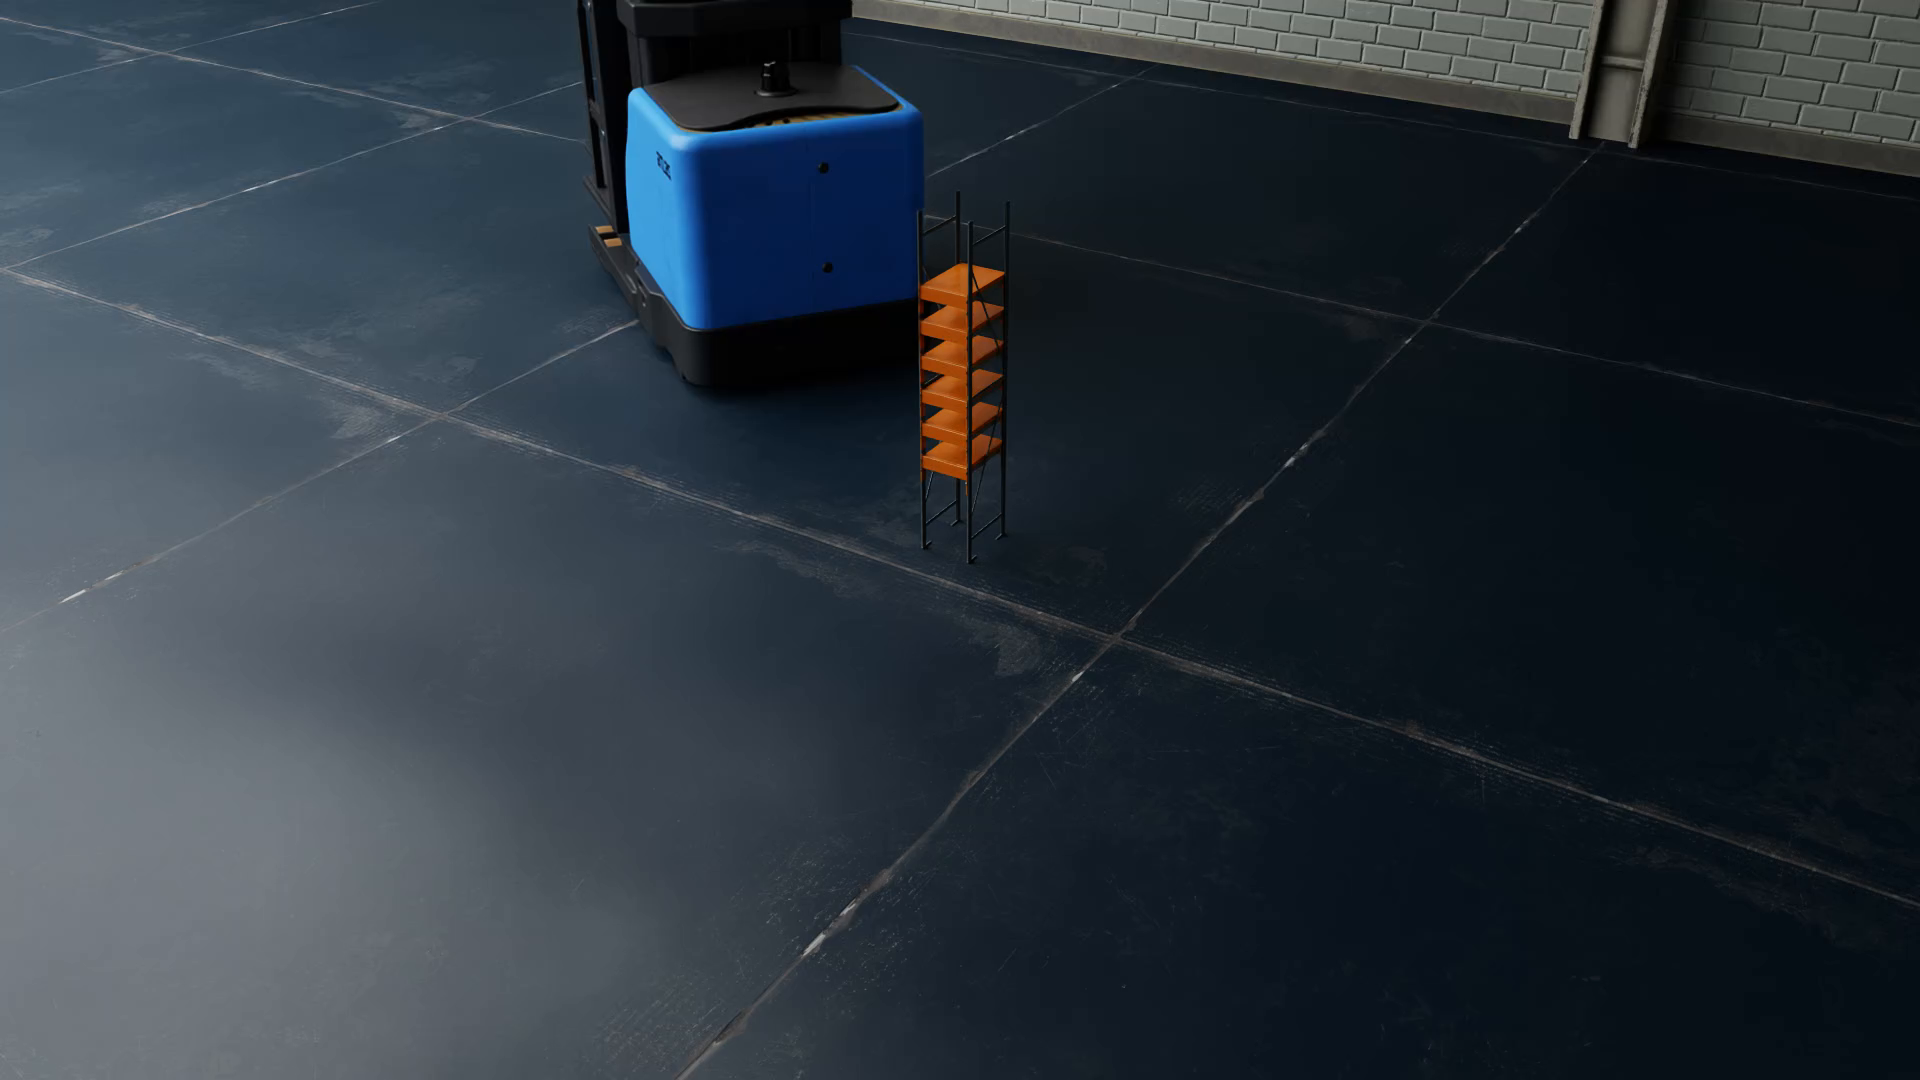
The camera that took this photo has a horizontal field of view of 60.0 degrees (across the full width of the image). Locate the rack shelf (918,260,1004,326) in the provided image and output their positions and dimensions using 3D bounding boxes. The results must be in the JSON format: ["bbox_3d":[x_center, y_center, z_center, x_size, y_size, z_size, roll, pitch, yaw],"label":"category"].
[{"bbox_3d":[0.012,-0.787,5.282,0.180,0.103,0.258,18,35,27],"label":"rack shelf"}]

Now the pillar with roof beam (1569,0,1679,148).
[{"bbox_3d":[1.555,-4.437,4.426,0.400,9.000,9.100,18,35,27],"label":"pillar with roof beam"}]

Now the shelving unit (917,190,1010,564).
[{"bbox_3d":[0.012,-0.514,5.441,0.189,1.200,0.258,18,35,27],"label":"shelving unit"}]

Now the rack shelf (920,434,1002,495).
[{"bbox_3d":[0.012,-0.269,5.584,0.180,0.103,0.258,18,35,27],"label":"rack shelf"}]

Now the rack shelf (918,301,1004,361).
[{"bbox_3d":[0.012,-0.683,5.342,0.180,0.103,0.258,18,35,27],"label":"rack shelf"}]

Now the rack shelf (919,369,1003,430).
[{"bbox_3d":[0.012,-0.476,5.463,0.180,0.103,0.258,18,35,27],"label":"rack shelf"}]

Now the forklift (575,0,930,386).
[{"bbox_3d":[-1.155,-2.609,7.314,1.130,2.935,3.031,-12,32,-19],"label":"forklift"}]

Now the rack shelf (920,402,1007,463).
[{"bbox_3d":[0.012,-0.372,5.524,0.180,0.103,0.258,18,35,27],"label":"rack shelf"}]

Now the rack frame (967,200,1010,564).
[{"bbox_3d":[0.090,-0.490,5.399,0.006,1.200,0.240,18,35,27],"label":"rack frame"}]

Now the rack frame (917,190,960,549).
[{"bbox_3d":[-0.065,-0.539,5.483,0.006,1.200,0.240,18,35,27],"label":"rack frame"}]

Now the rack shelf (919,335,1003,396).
[{"bbox_3d":[0.012,-0.580,5.403,0.180,0.103,0.258,18,35,27],"label":"rack shelf"}]
